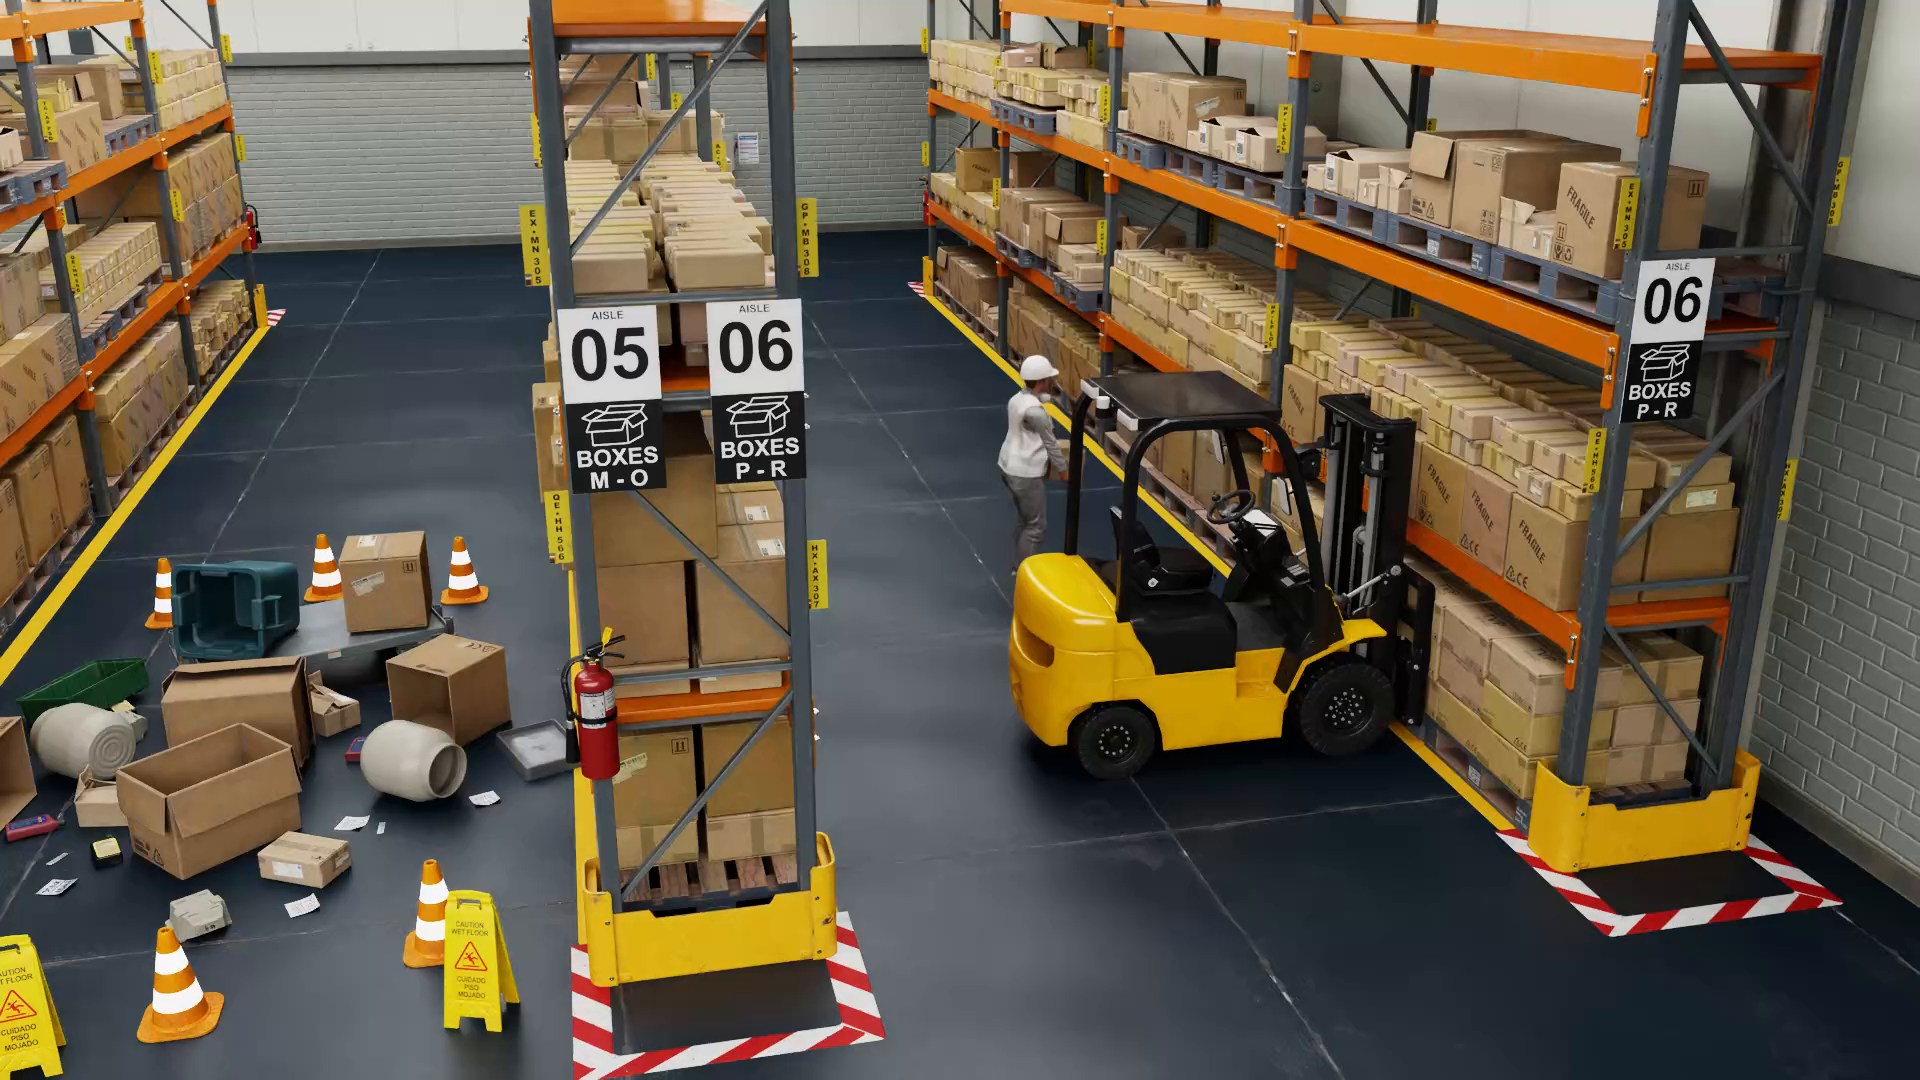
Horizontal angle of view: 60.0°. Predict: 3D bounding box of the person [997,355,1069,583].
[{"bbox_3d":[0.578,-0.525,12.533,0.567,1.768,0.491,-5,20,-13],"label":"person"}]
